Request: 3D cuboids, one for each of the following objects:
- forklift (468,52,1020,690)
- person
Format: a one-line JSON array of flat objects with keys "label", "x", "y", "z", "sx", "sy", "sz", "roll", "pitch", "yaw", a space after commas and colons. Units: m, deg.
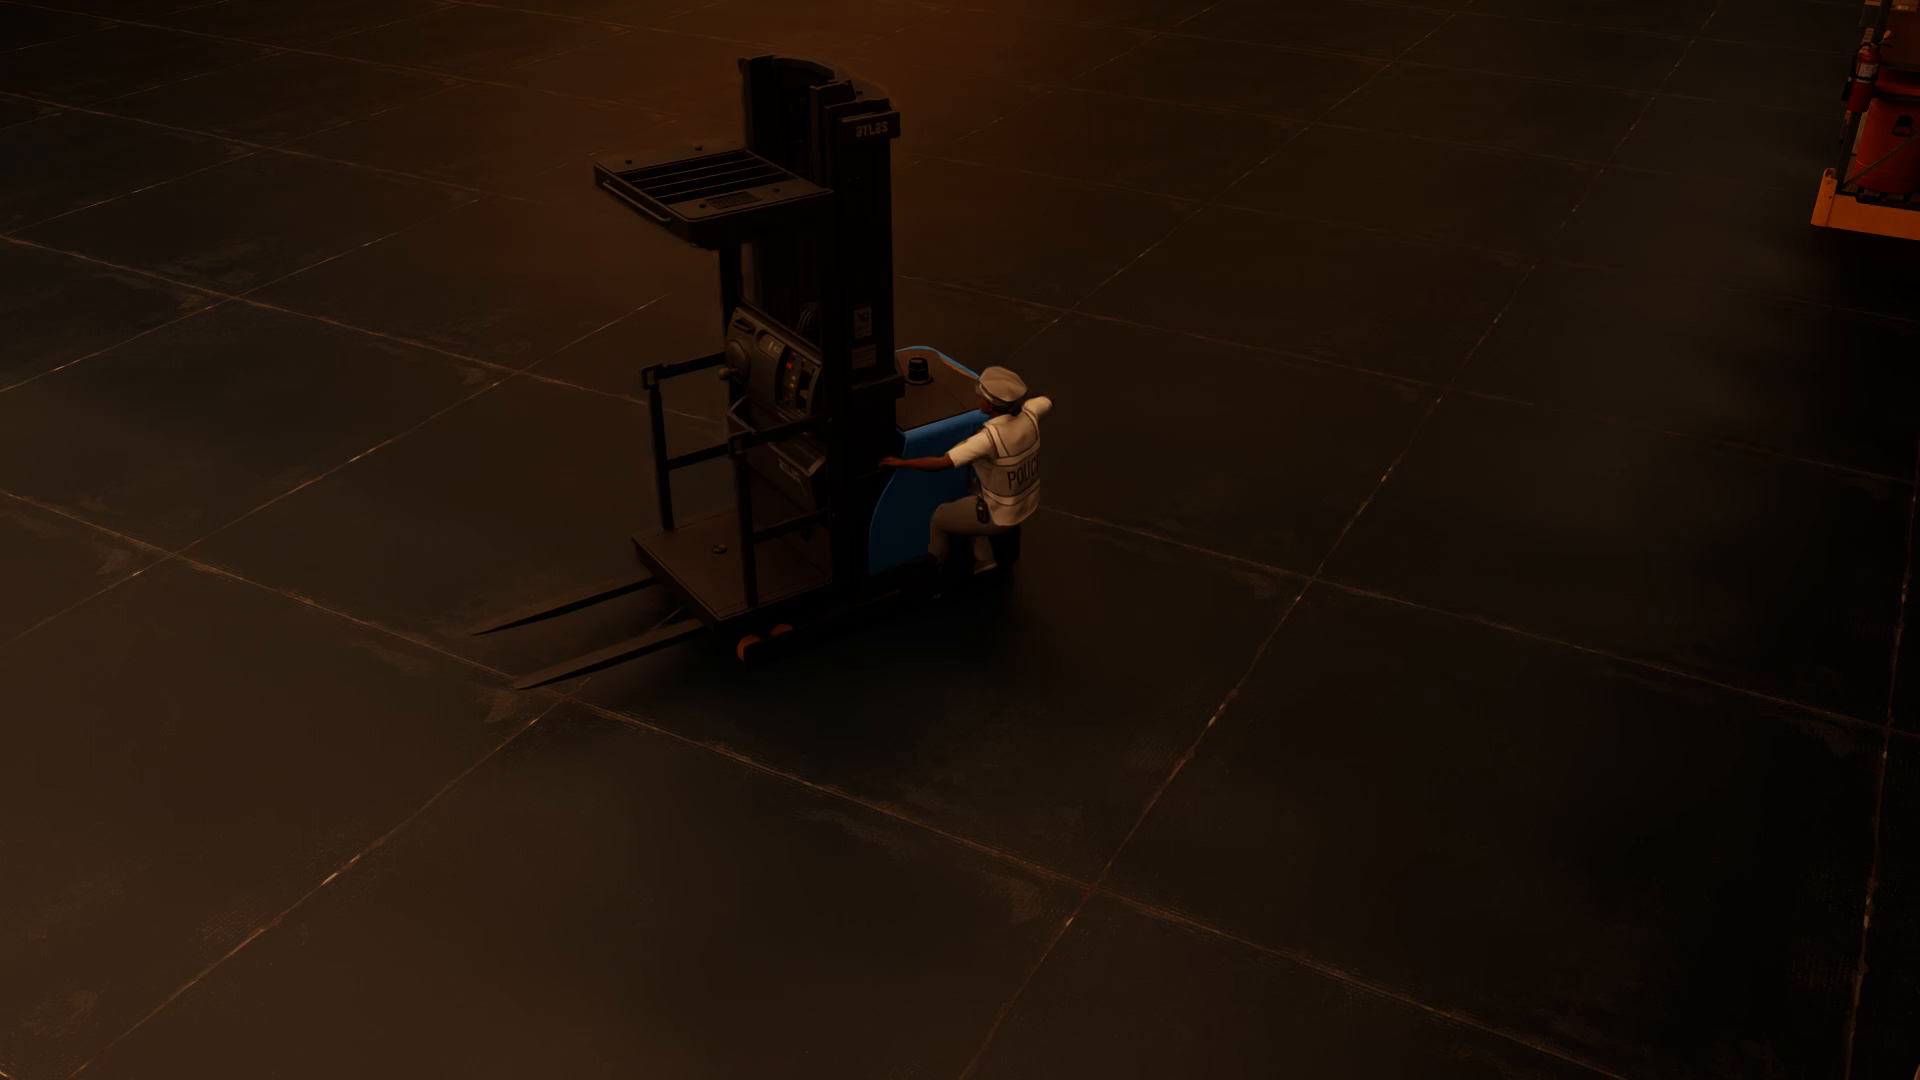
[{"label": "forklift", "x": -1.152, "y": -0.899, "z": 8.629, "sx": 3.031, "sy": 2.935, "sz": 1.130, "roll": -19, "pitch": 35, "yaw": -30}, {"label": "person", "x": 0.063, "y": -0.329, "z": 9.099, "sx": 0.813, "sy": 1.463, "sz": 1.020, "roll": 19, "pitch": 35, "yaw": 30}]
